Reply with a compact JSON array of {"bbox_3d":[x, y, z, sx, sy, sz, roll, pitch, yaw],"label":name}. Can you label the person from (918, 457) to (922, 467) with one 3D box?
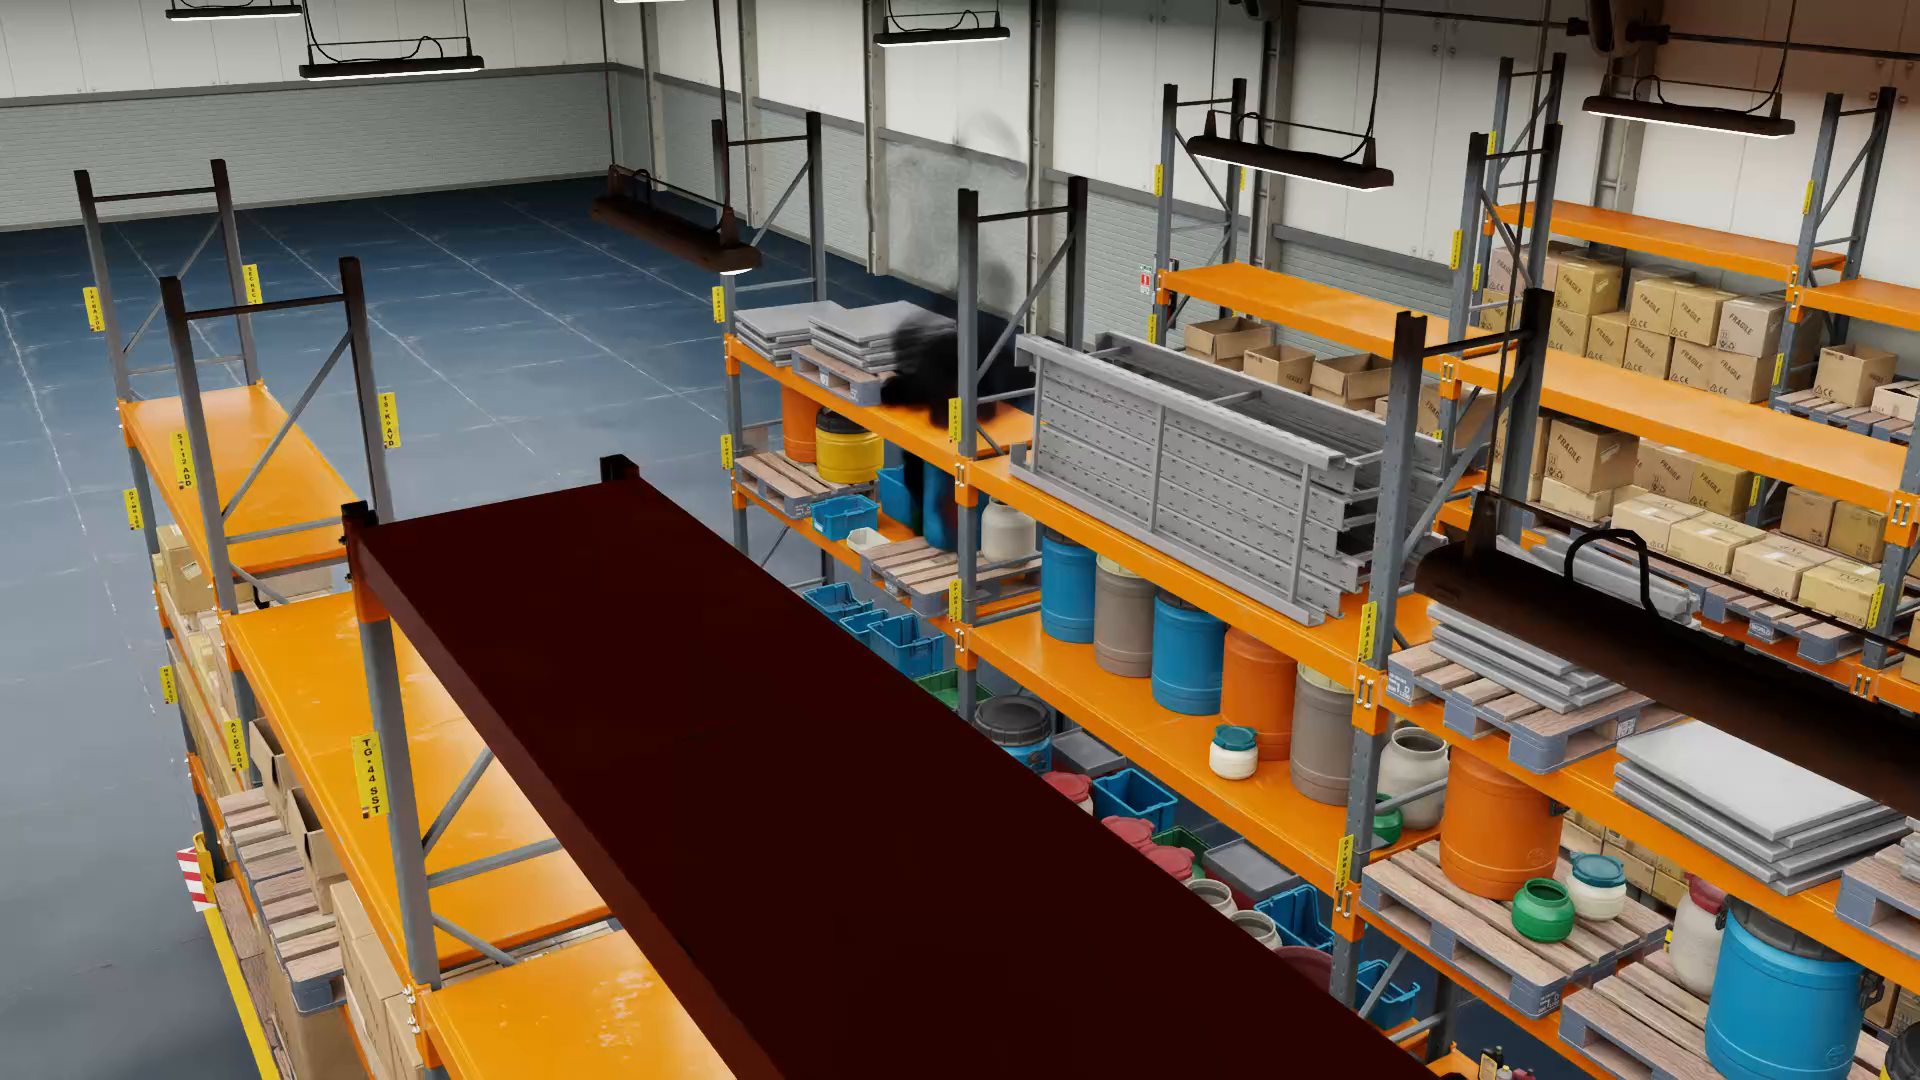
[{"bbox_3d":[-0.369,-0.351,19.954,0.602,1.745,0.711,1,22,3],"label":"person"}]
